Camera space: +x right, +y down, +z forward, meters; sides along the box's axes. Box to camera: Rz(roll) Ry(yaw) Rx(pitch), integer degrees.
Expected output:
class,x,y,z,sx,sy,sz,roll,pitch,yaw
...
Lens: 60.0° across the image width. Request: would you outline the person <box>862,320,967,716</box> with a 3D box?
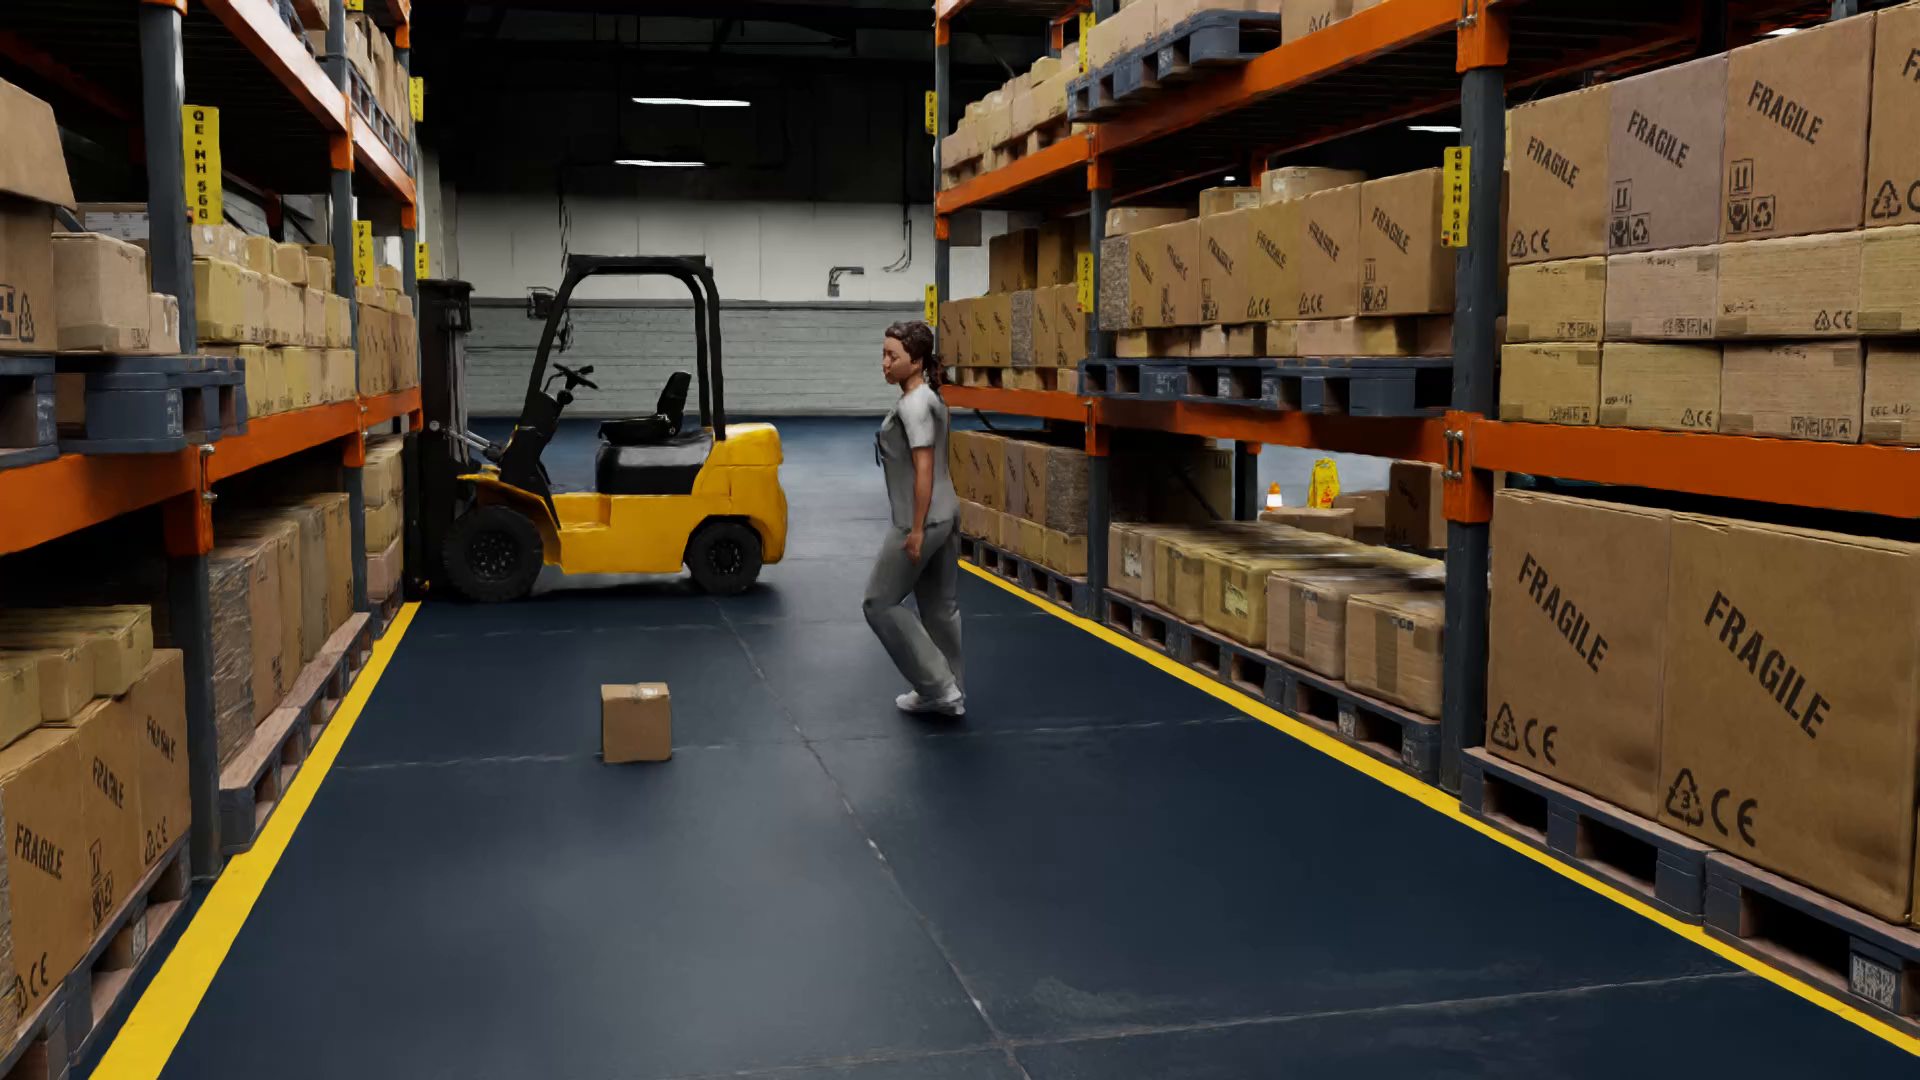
class,x,y,z,sx,sy,sz,roll,pitch,yaw
person,-0.188,-0.064,6.760,0.394,1.644,0.569,1,6,12
